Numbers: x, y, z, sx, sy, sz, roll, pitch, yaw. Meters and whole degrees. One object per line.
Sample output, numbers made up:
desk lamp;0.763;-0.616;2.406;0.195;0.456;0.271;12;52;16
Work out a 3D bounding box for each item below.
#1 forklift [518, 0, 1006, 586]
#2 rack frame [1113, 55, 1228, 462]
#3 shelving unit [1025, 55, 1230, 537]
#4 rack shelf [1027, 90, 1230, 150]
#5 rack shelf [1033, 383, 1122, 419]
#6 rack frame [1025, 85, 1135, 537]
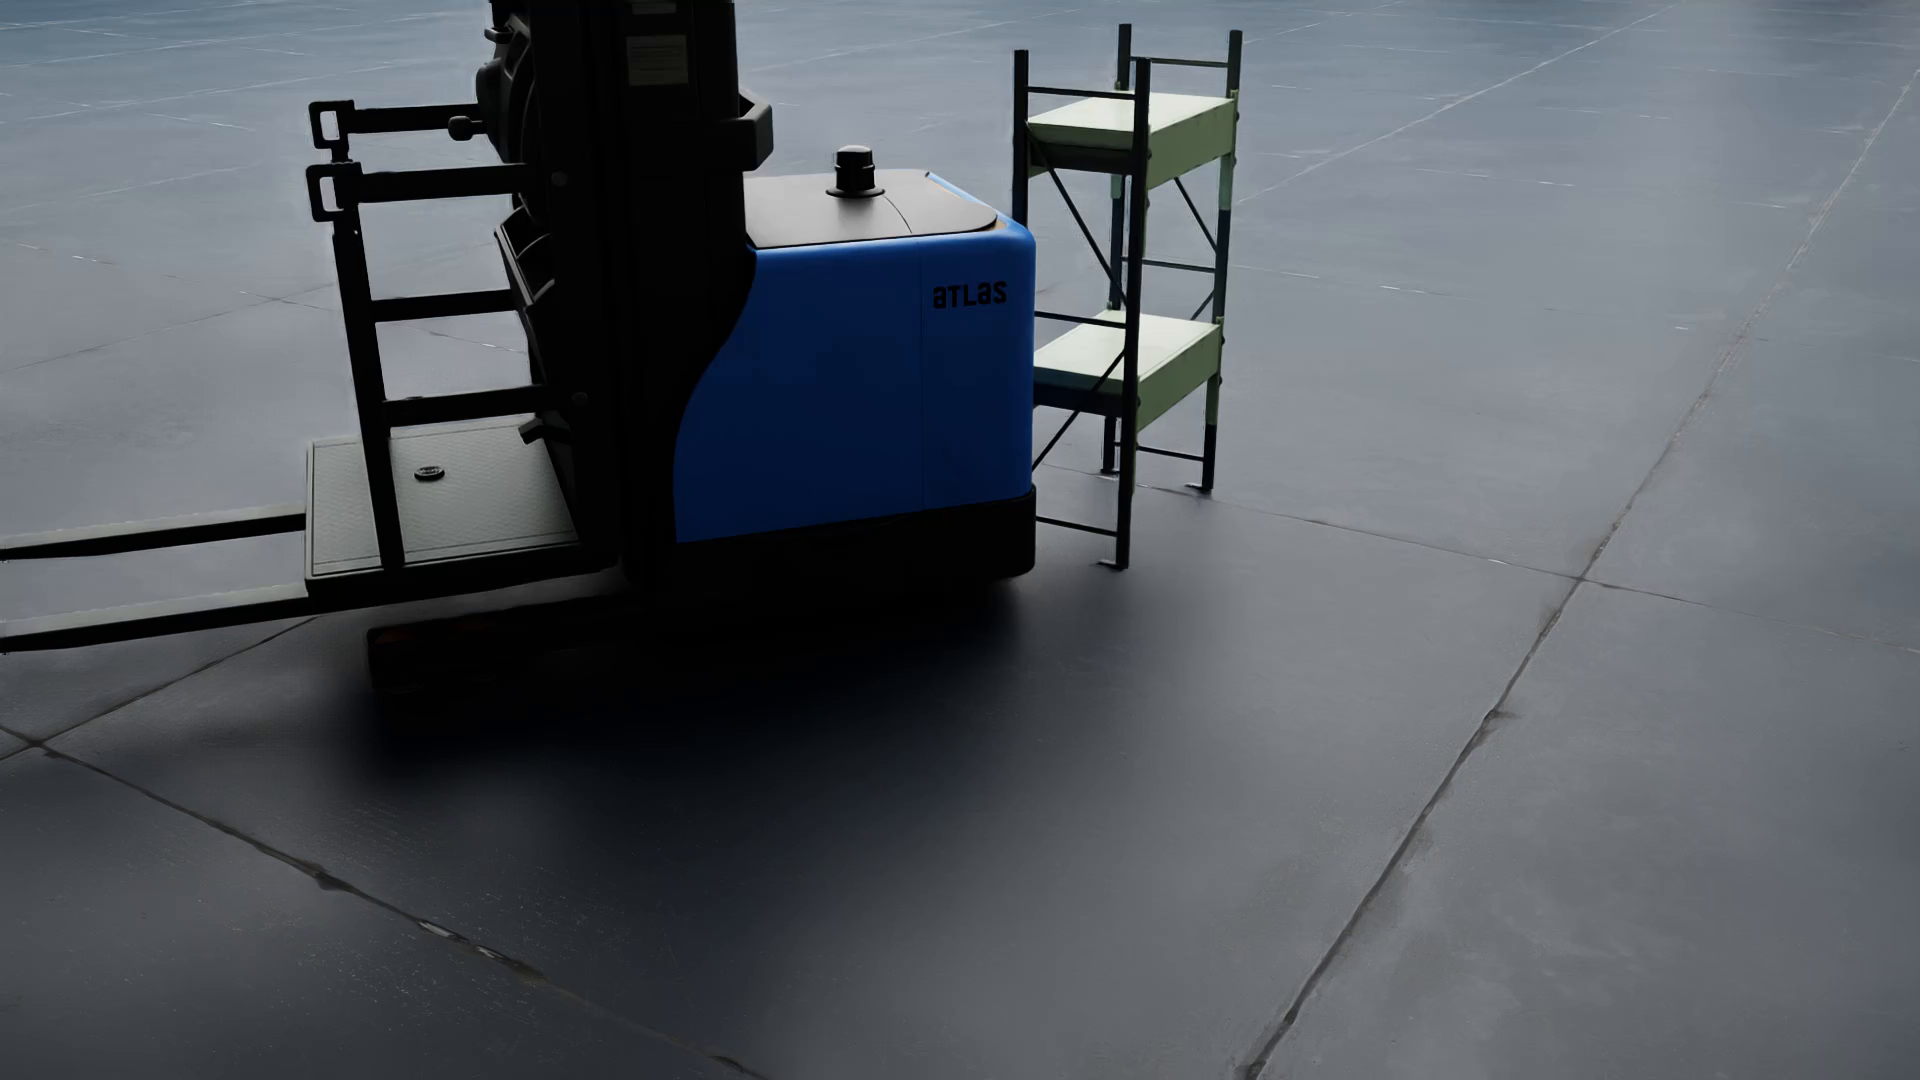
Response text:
forklift;-1.356;-1.185;4.297;3.031;2.935;1.109;-8;25;-18
rack frame;0.681;-0.896;5.432;0.380;1.308;0.010;12;26;26
shelving unit;0.507;-0.768;5.137;0.380;1.308;0.742;12;26;26
rack shelf;0.506;-1.249;4.929;0.368;0.052;0.686;12;26;26
rack shelf;0.506;-0.535;5.238;0.332;0.071;0.664;12;26;26
rack frame;0.333;-0.640;4.841;0.380;1.308;0.010;12;26;26
